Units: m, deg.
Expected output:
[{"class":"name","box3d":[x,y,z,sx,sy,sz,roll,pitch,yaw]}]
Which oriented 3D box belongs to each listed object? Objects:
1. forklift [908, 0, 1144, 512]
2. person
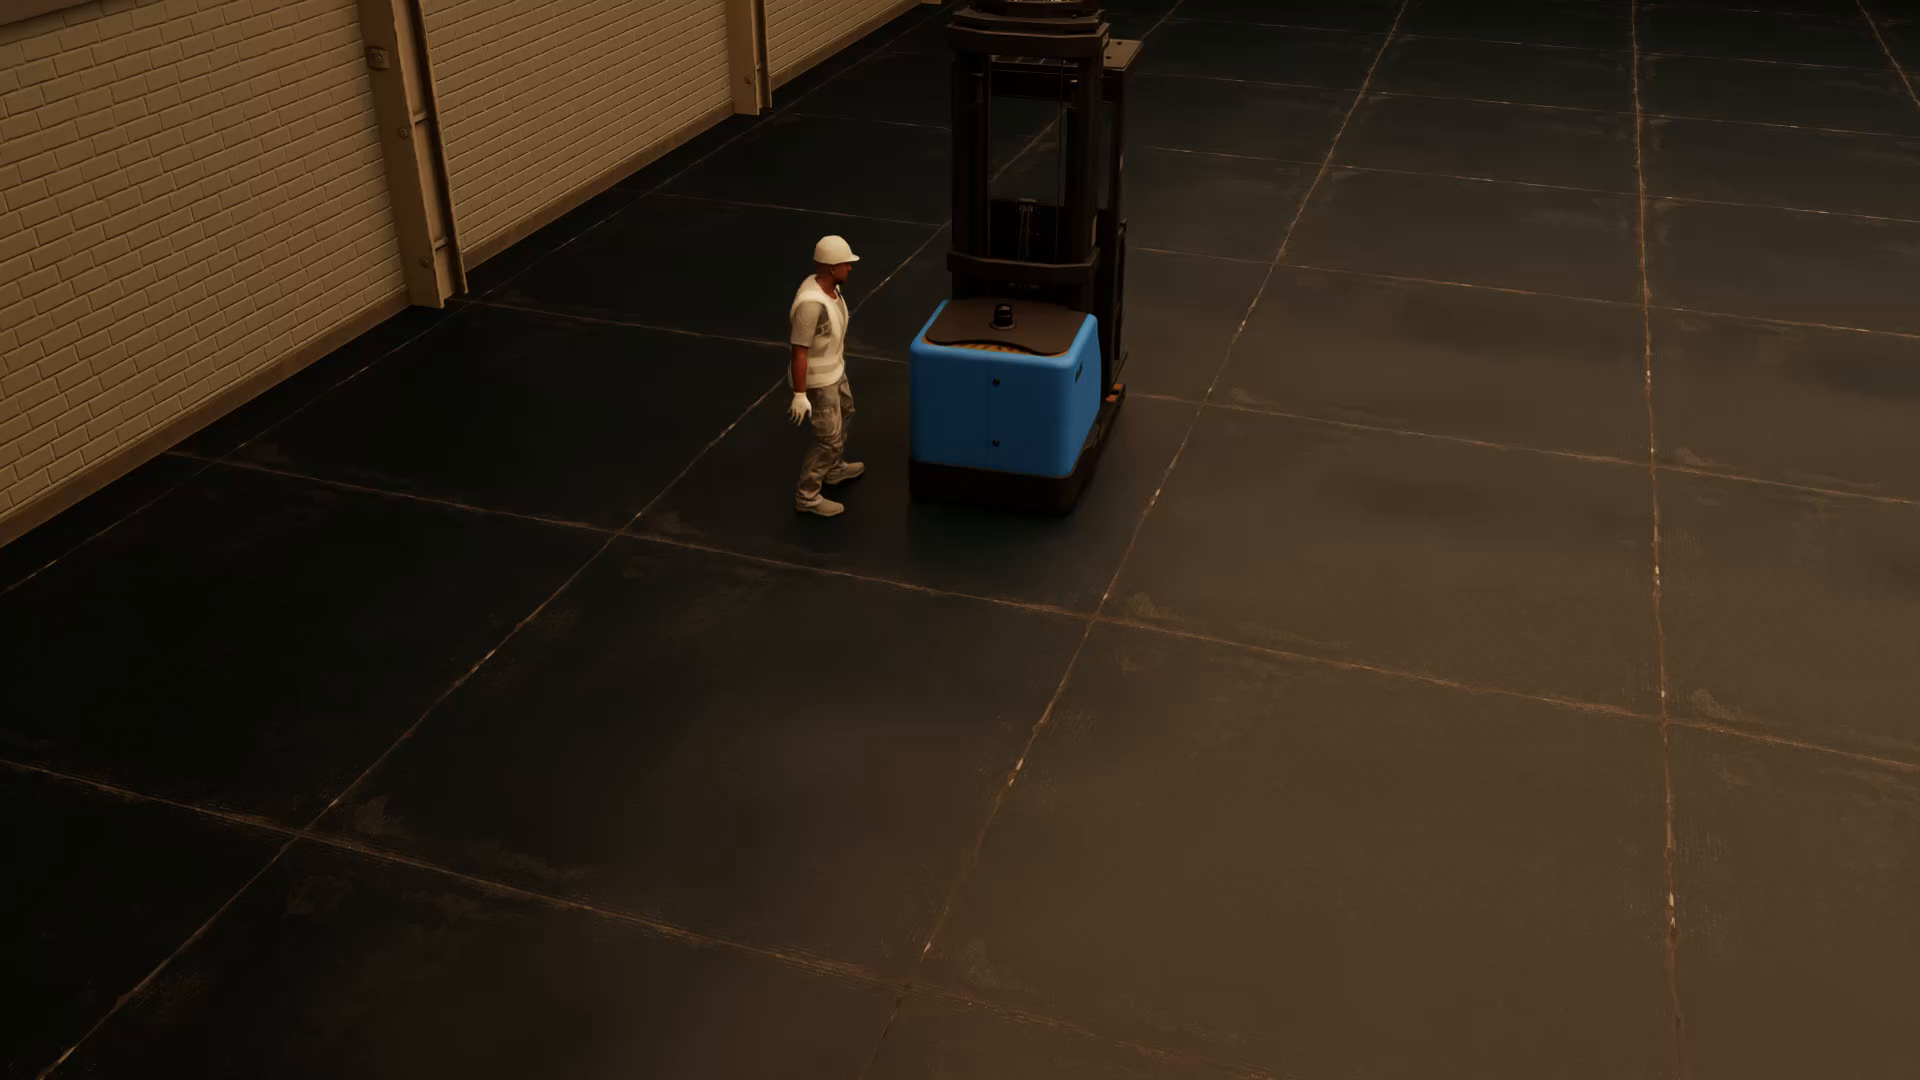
[{"class":"forklift","box3d":[0.548,-2.160,10.925,1.130,2.935,3.031,7,31,13]},{"class":"person","box3d":[-0.809,-1.003,10.097,0.440,1.746,0.877,2,30,3]}]
